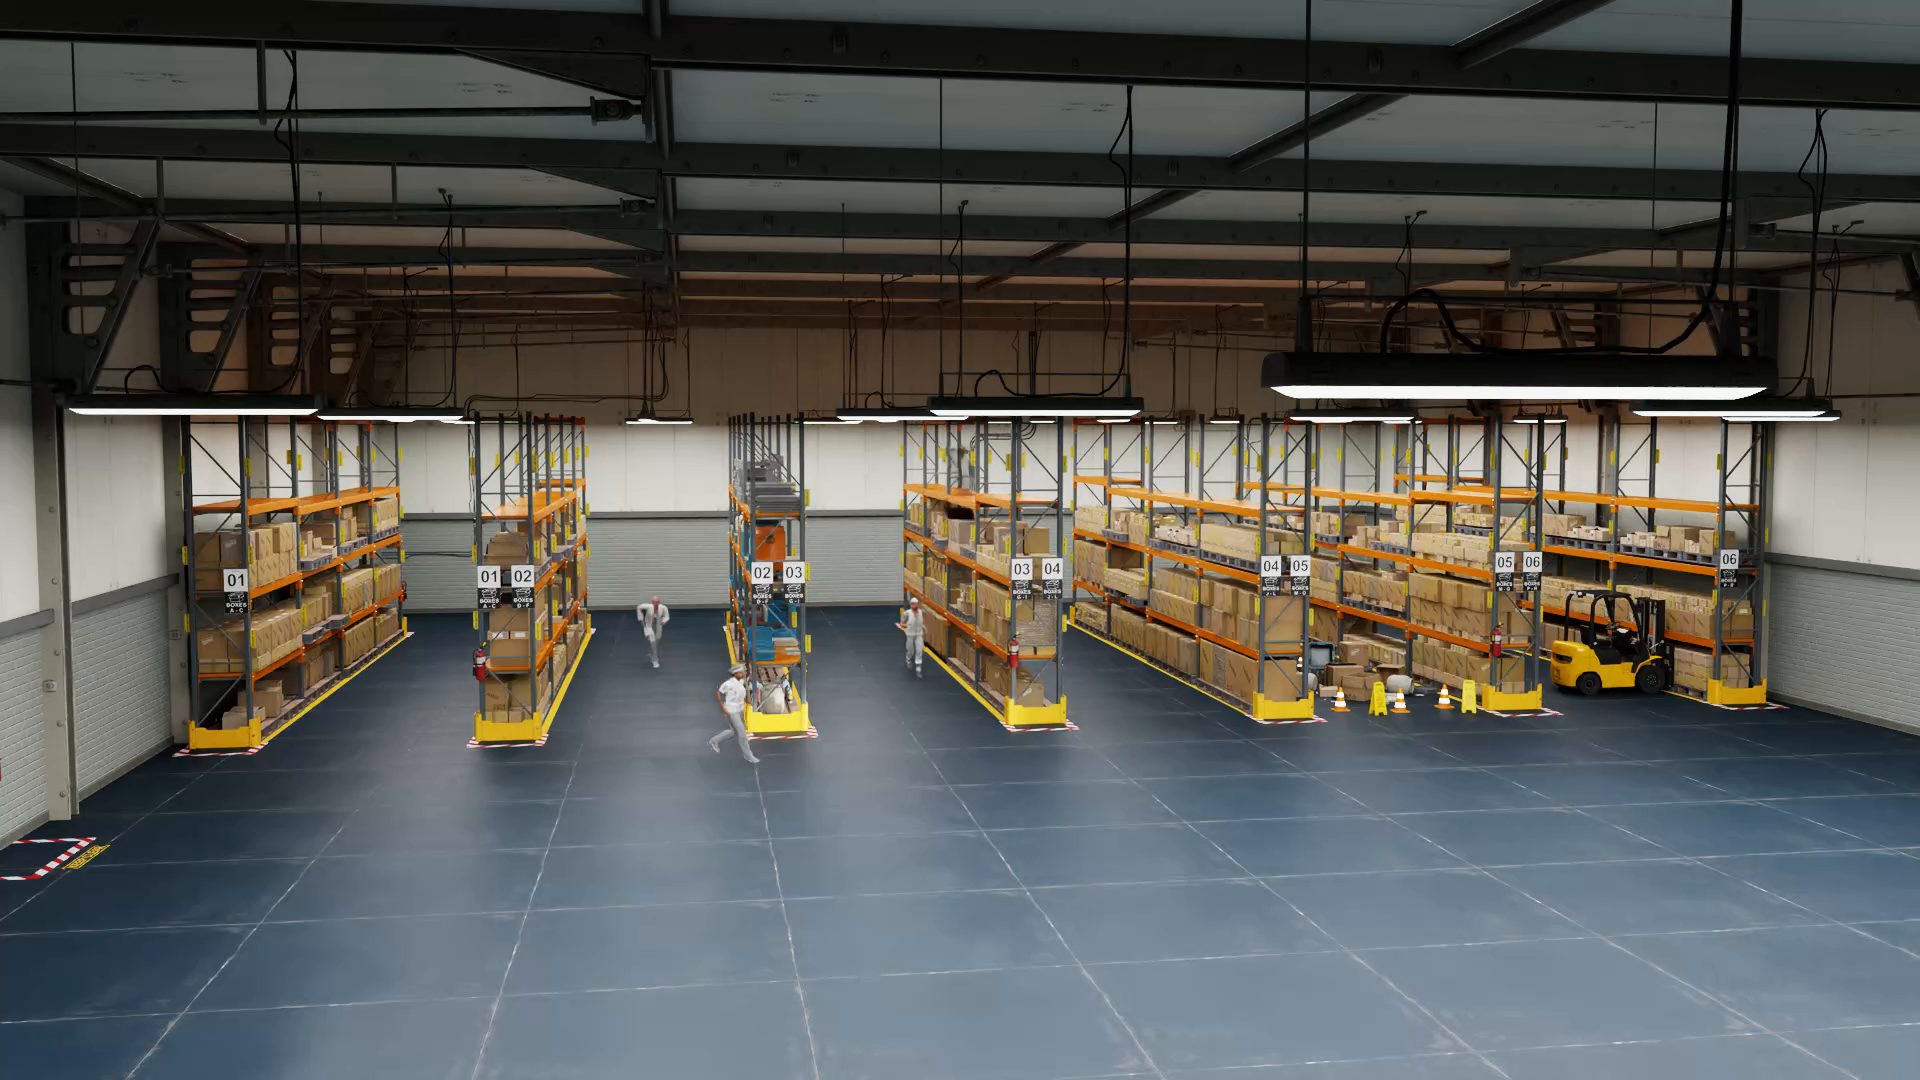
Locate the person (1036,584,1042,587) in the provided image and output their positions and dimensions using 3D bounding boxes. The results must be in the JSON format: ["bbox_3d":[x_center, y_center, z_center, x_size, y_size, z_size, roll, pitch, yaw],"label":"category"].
[{"bbox_3d":[2.335,1.684,46.281,0.718,1.830,0.901,0,4,-6],"label":"person"}]

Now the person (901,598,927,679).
[{"bbox_3d":[-1.054,2.226,38.261,0.654,1.811,0.991,-1,4,-14],"label":"person"}]

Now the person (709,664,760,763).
[{"bbox_3d":[-3.896,2.949,28.493,0.974,1.694,0.600,2,4,22],"label":"person"}]

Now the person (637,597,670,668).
[{"bbox_3d":[-7.378,2.191,39.945,0.752,1.744,1.056,-1,4,-19],"label":"person"}]
